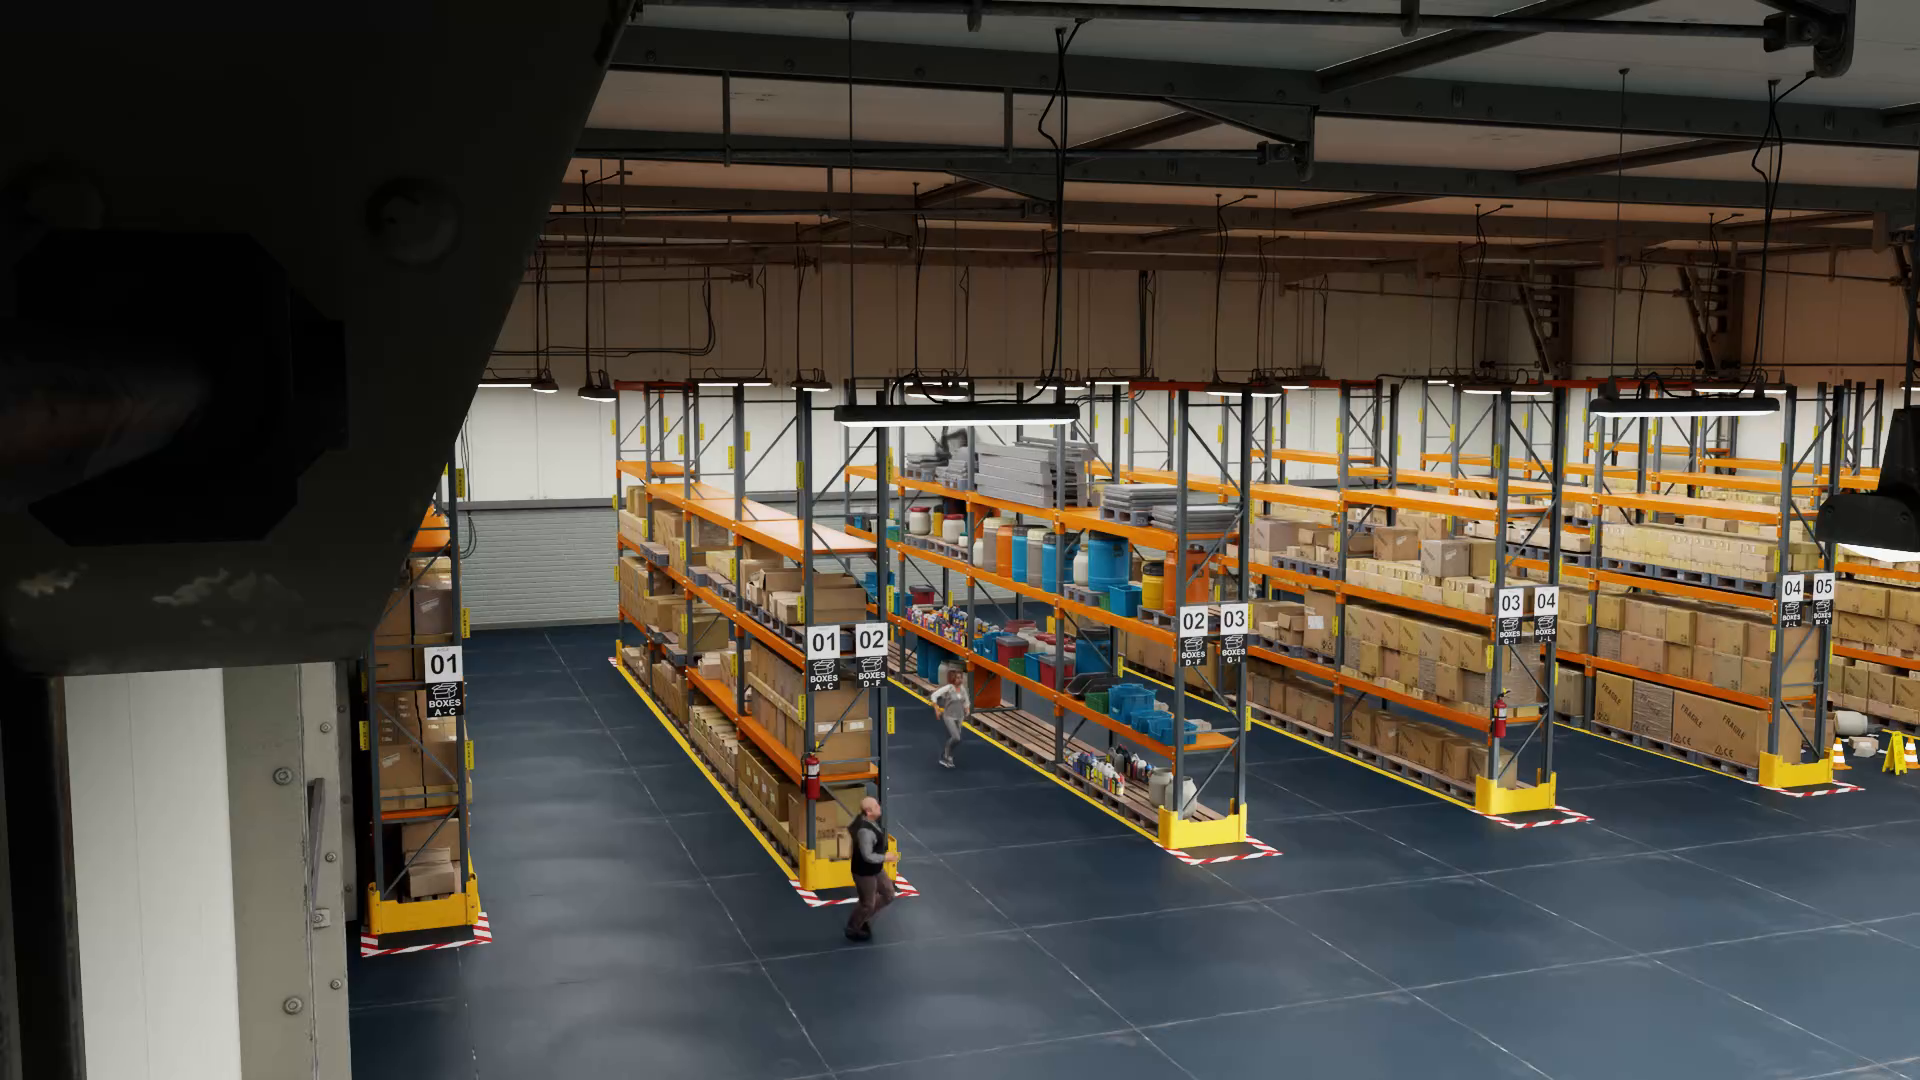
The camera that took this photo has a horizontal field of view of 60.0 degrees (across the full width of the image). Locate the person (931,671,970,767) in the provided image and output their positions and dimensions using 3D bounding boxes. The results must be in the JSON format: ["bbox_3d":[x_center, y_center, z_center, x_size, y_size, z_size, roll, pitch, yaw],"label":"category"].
[{"bbox_3d":[-0.128,2.803,25.983,0.623,1.554,0.600,-4,7,-33],"label":"person"}]

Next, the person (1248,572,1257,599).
[{"bbox_3d":[6.501,1.520,38.001,0.589,1.613,0.676,-3,7,-29],"label":"person"}]

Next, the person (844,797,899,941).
[{"bbox_3d":[-0.981,3.587,18.077,0.638,1.660,0.674,1,6,6],"label":"person"}]
